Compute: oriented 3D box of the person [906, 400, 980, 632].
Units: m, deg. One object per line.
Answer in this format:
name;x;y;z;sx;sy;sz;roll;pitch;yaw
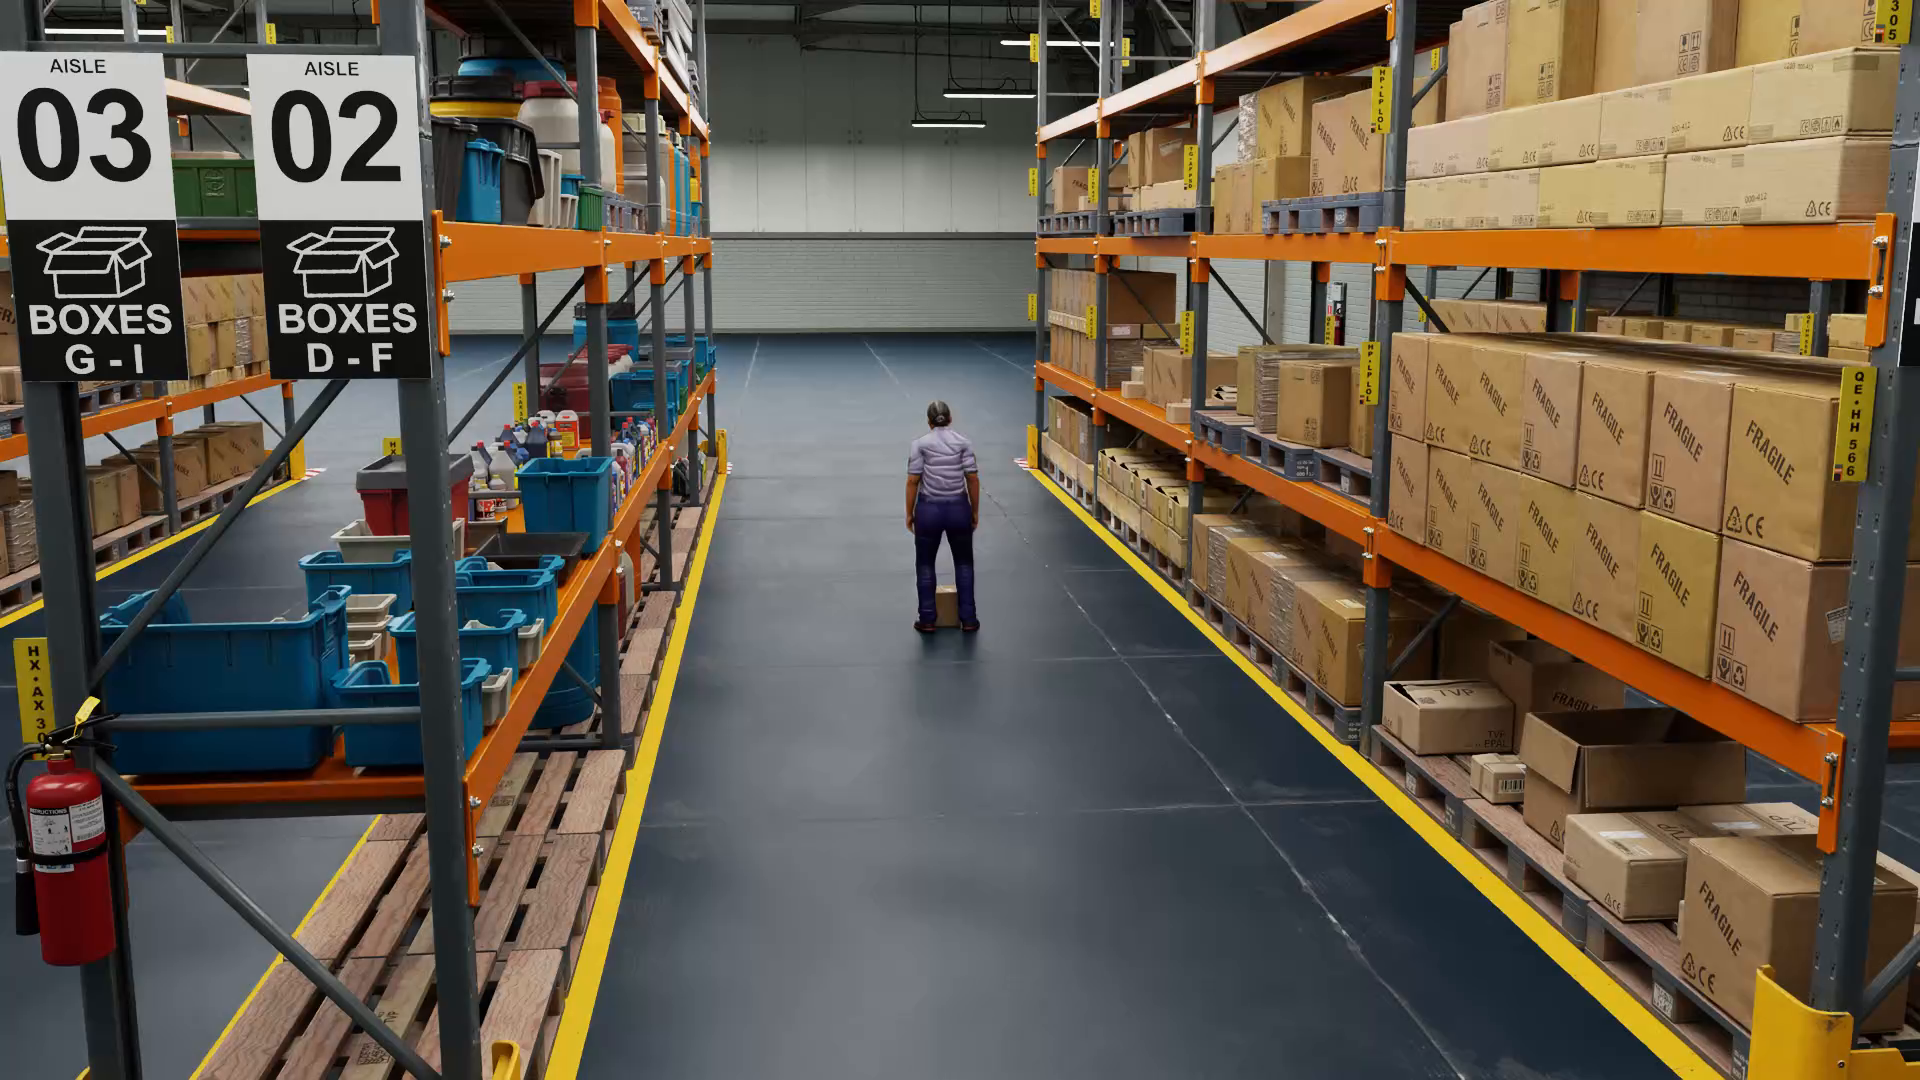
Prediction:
person;-0.114;-0.165;11.854;0.547;1.651;0.367;-1;10;-7
